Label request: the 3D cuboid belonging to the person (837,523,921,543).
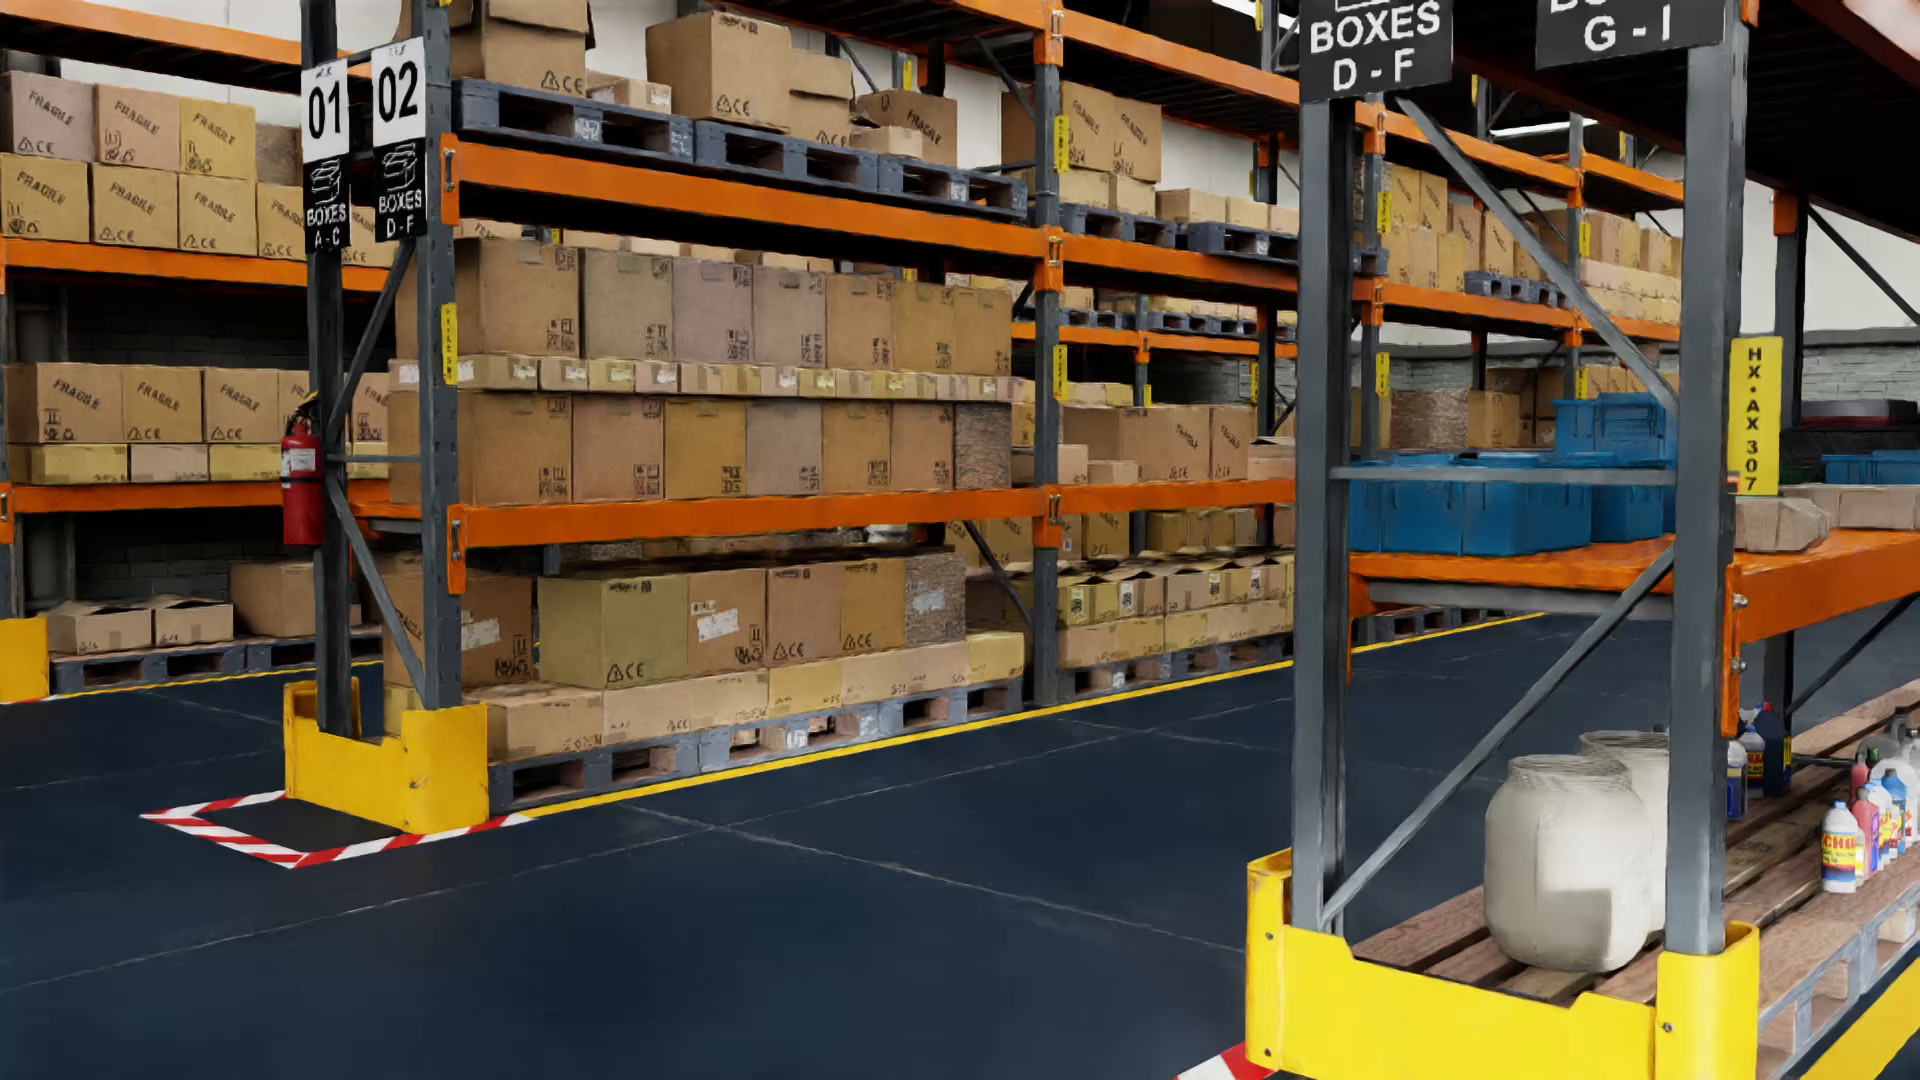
[{"bbox_3d":[-0.557,-0.043,12.471,1.069,1.739,0.547,-1,4,-17],"label":"person"}]
